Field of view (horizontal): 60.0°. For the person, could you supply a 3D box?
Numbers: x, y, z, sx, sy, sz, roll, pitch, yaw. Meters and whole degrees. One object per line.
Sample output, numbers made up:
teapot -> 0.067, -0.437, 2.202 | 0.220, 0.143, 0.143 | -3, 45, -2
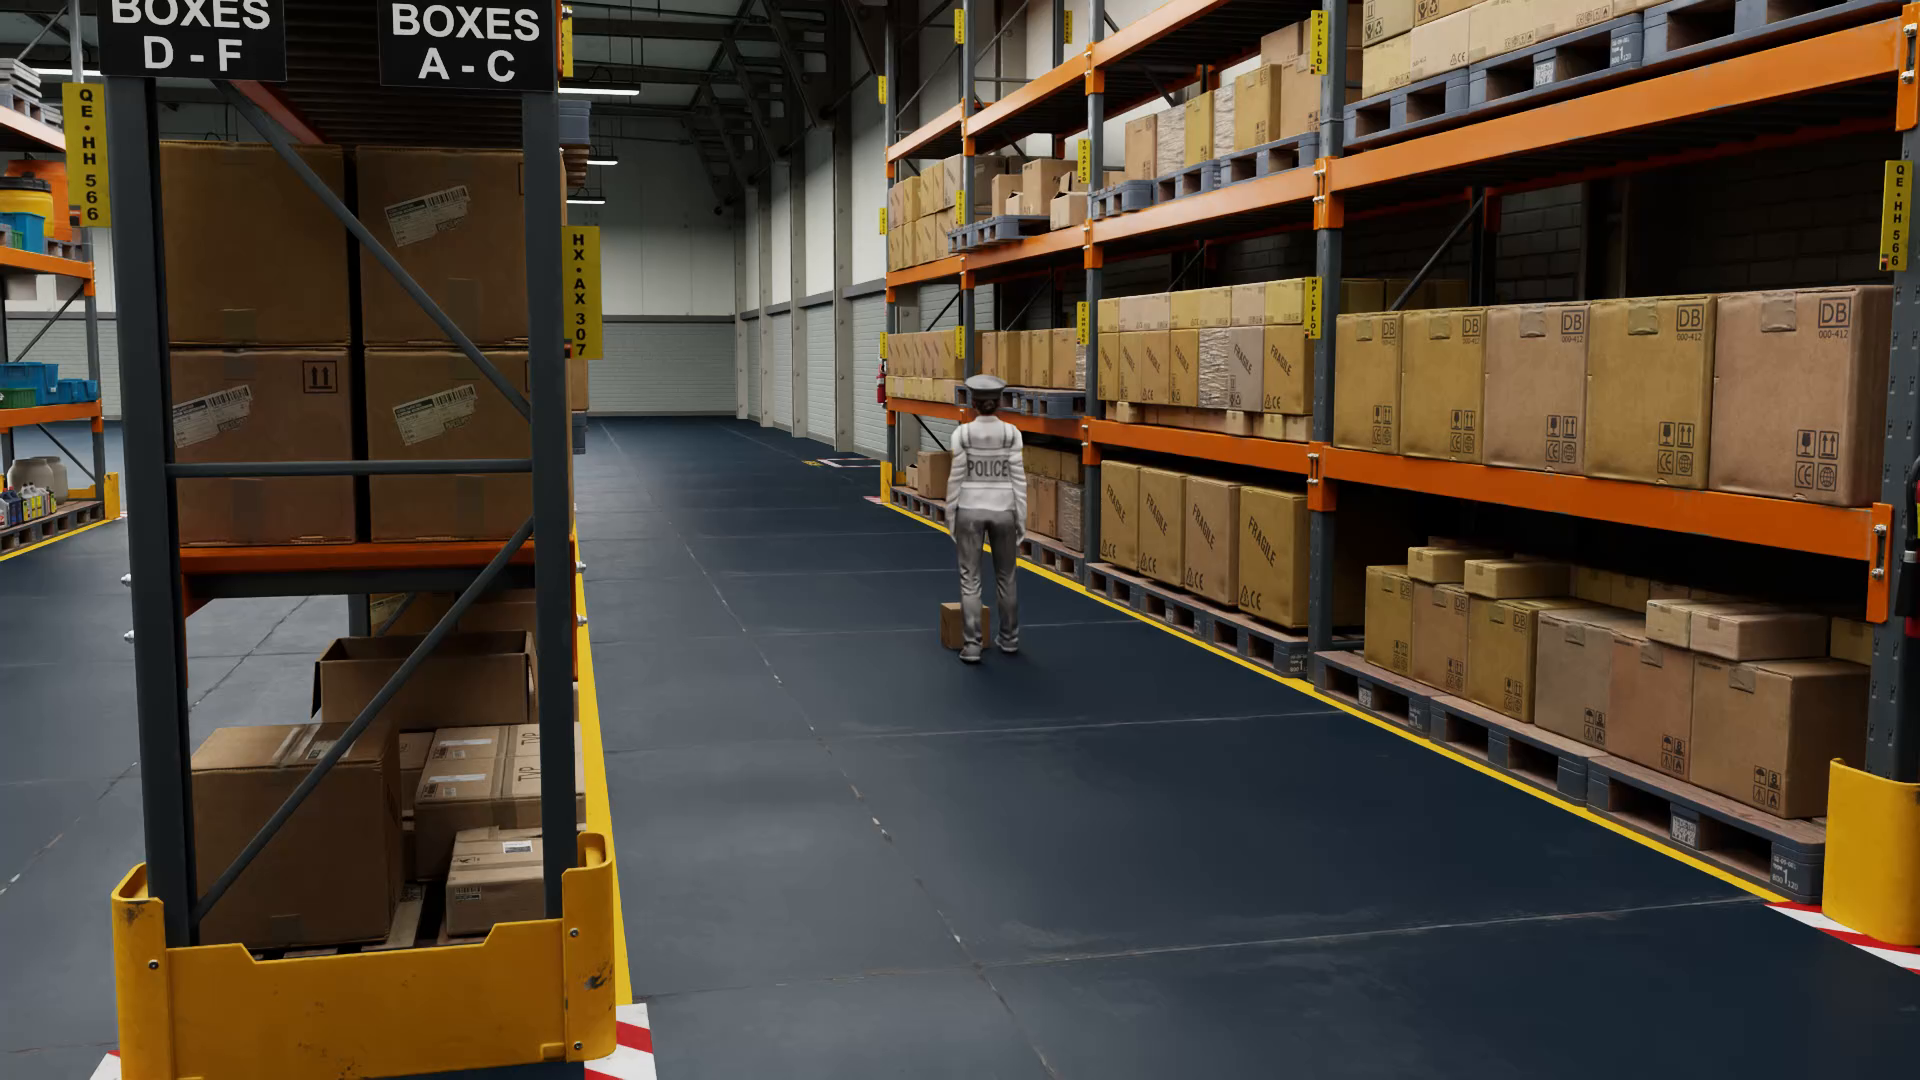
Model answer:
person -> 0.136, -0.142, 9.862 | 0.476, 1.676, 0.602 | -1, 6, -8
